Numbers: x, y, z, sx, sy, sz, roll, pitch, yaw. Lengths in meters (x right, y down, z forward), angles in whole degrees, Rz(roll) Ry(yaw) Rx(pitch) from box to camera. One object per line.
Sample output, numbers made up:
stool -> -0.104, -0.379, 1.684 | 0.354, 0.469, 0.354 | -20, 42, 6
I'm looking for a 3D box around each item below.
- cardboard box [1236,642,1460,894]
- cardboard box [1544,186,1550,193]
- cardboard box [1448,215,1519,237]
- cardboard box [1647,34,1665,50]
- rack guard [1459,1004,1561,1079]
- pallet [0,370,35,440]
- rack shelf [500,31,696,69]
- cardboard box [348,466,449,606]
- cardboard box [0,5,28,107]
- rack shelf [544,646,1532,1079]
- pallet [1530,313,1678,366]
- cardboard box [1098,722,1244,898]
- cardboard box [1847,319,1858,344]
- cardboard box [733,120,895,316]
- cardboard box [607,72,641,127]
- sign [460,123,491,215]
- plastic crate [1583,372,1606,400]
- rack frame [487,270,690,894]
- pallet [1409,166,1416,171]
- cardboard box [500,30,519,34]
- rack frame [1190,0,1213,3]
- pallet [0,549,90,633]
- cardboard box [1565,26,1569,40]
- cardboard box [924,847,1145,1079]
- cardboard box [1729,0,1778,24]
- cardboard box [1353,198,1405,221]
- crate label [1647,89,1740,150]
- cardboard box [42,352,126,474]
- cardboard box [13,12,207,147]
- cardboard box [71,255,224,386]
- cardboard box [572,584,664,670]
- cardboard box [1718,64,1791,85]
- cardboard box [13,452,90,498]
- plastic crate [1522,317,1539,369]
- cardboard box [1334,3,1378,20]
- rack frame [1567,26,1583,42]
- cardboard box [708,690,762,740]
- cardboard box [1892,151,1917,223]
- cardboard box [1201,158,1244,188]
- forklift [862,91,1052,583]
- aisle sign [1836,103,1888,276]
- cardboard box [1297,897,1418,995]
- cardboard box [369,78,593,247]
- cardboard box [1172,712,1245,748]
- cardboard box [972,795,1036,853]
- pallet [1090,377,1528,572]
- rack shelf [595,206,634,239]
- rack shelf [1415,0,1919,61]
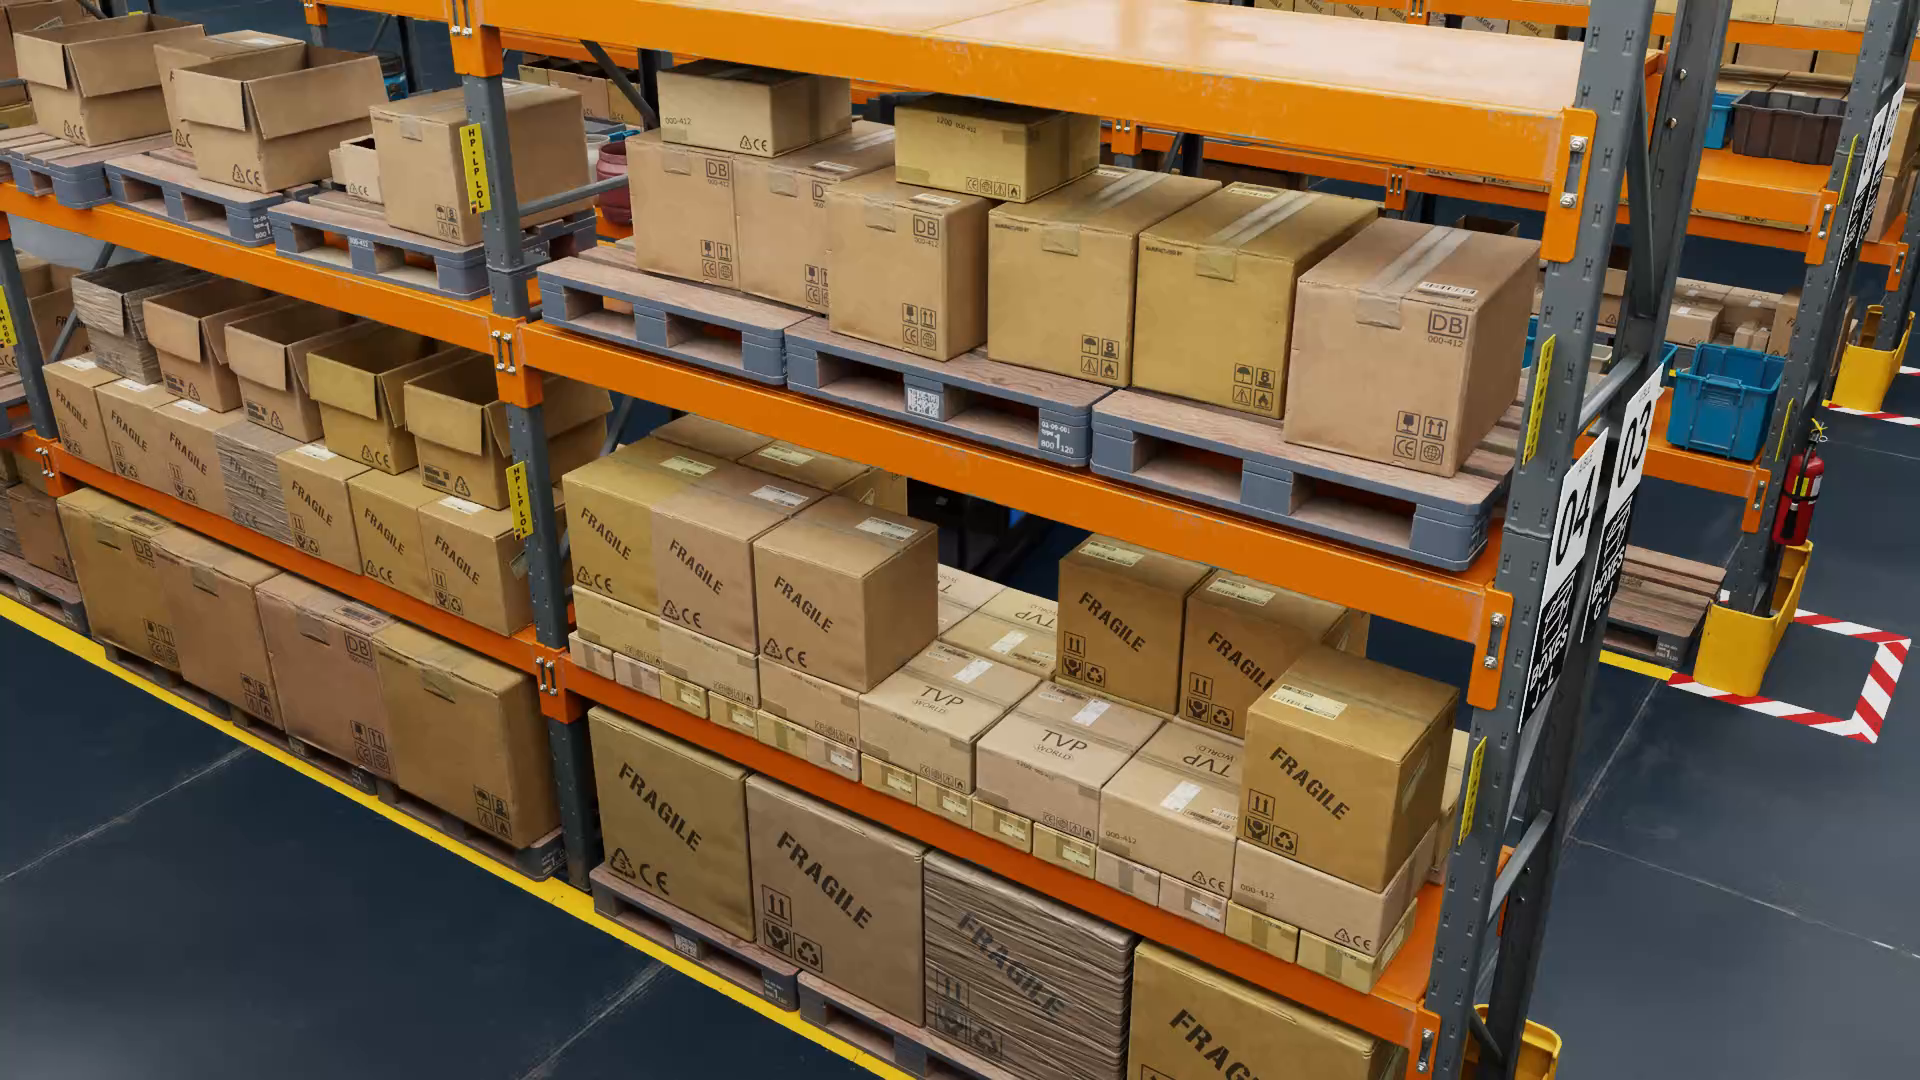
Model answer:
cardboard box -> 1.237, 0.715, 5.322 | 0.500, 0.500, 0.500 | 18, 32, 31
cardboard box -> 5.203, -3.140, 13.776 | 0.500, 0.500, 0.500 | 17, 32, 30
cardboard box -> 4.733, -2.629, 15.154 | 0.500, 0.500, 0.500 | 17, 32, 30
cardboard box -> 7.342, -5.429, 18.054 | 0.700, 0.700, 0.980 | 18, 32, 31
rack guard -> 1.808, 2.262, 6.027 | 0.348, 0.500, 1.175 | 17, 32, 30
pallet -> -5.454, -0.970, 9.834 | 1.003, 0.211, 1.213 | 17, 32, 30
rack shelf -> -4.140, -5.835, 19.975 | 4.000, 0.370, 1.077 | 17, 32, 30
cardboard box -> -2.453, -0.077, 7.758 | 0.500, 0.500, 0.500 | 18, 32, 32
cardboard box -> -5.341, -2.545, 8.750 | 0.500, 0.500, 0.500 | 18, 32, 32
rack shelf -> 0.139, 0.949, 6.645 | 4.000, 0.370, 1.077 | 17, 32, 30
pallet -> 5.678, -1.855, 14.437 | 1.213, 0.211, 1.003 | 17, 32, 30
cardboard box -> 0.820, 0.921, 5.745 | 0.500, 0.250, 0.500 | 17, 31, 29
cardboard box -> 7.249, -1.722, 13.759 | 0.250, 0.149, 0.380 | 17, 32, 30
cardboard box -> -0.389, -1.180, 6.044 | 0.500, 0.500, 0.700 | 19, 33, 33
cardboard box -> -3.818, -5.235, 19.745 | 0.500, 0.500, 0.500 | 17, 32, 30
sign -> -1.809, -1.387, 6.218 | 0.005, 0.325, 0.100 | 17, 32, 30
plastic crate -> 3.587, -0.840, 9.592 | 0.243, 0.136, 0.396 | 17, 32, 30
rack frame -> -1.509, 0.115, 7.491 | 0.127, 3.000, 1.000 | 17, 32, 30
pallet -> 5.216, -4.681, 19.989 | 1.213, 0.211, 1.003 | 17, 32, 30
cardboard box -> -5.411, -6.589, 20.554 | 0.500, 0.500, 0.700 | 17, 32, 30
rack frame -> 1.295, -4.410, 9.769 | 0.127, 3.000, 1.000 | 17, 32, 30
pallet -> -5.450, 0.129, 10.537 | 1.213, 0.211, 1.003 | 17, 32, 30
cardboard box -> 6.668, -5.839, 18.730 | 0.500, 0.500, 0.500 | 16, 31, 29
cardboard box -> 0.465, 1.534, 6.582 | 0.875, 0.875, 0.875 | 17, 32, 30
cardboard box -> 6.001, -4.120, 12.670 | 0.500, 0.250, 0.500 | 17, 32, 30
cardboard box -> 3.842, -2.885, 15.657 | 0.500, 0.500, 0.500 | 16, 31, 28
crate label -> 4.015, -2.338, 9.167 | 0.502, 0.251, 0.408 | 17, 32, 30
cardboard box -> -4.560, -0.730, 9.041 | 0.500, 0.500, 0.500 | 18, 32, 32
cardboard box -> -4.263, -2.352, 8.455 | 0.637, 0.503, 0.797 | 19, 33, 33
cardboard box -> -4.213, -1.210, 8.878 | 0.637, 0.503, 0.797 | 19, 32, 32
cardboard box -> -1.270, 0.268, 7.028 | 0.500, 0.250, 0.500 | 17, 31, 29
cardboard box -> 6.338, -3.525, 13.430 | 0.500, 0.500, 0.500 | 18, 32, 31
cardboard box -> -5.376, -0.489, 10.122 | 0.500, 0.250, 0.500 | 19, 32, 32
plastic crate -> 3.490, -1.186, 10.166 | 0.300, 0.233, 0.416 | 17, 32, 30
cardboard box -> 4.697, -6.167, 19.376 | 0.500, 0.500, 0.500 | 17, 32, 30
rack frame -> 6.904, -5.440, 18.407 | 0.127, 3.000, 1.000 | 17, 32, 30
cardboard box -> -0.802, 0.629, 6.758 | 0.250, 0.149, 0.380 | 16, 31, 29
cardboard box -> 7.183, -2.817, 13.143 | 0.500, 0.500, 0.500 | 18, 32, 31
cardboard box -> 2.604, -3.605, 16.244 | 0.500, 0.250, 0.500 | 17, 31, 29
forklift -> -0.328, -1.017, 9.790 | 1.130, 2.935, 3.031 | 12, 29, 22
aisle sign -> 4.486, -1.740, 8.270 | 0.004, 0.787, 0.394 | 17, 32, 30
cardboard box -> 1.308, 1.286, 5.467 | 0.250, 0.149, 0.380 | 18, 32, 31
cardboard box -> -1.993, -1.599, 6.978 | 0.500, 0.500, 0.700 | 18, 32, 31
cardboard box -> 1.113, 0.721, 6.137 | 0.500, 0.250, 0.500 | 17, 31, 30
cardboard box -> 0.251, 0.958, 6.112 | 0.250, 0.149, 0.380 | 17, 32, 30
pallet -> 1.170, -0.342, 5.179 | 1.213, 0.211, 1.003 | 17, 32, 30
rack shelf -> -3.651, -2.957, 14.320 | 4.000, 0.370, 1.077 | 17, 32, 30
rack shelf -> 5.751, -4.090, 13.240 | 4.000, 0.370, 1.077 | 17, 32, 30
